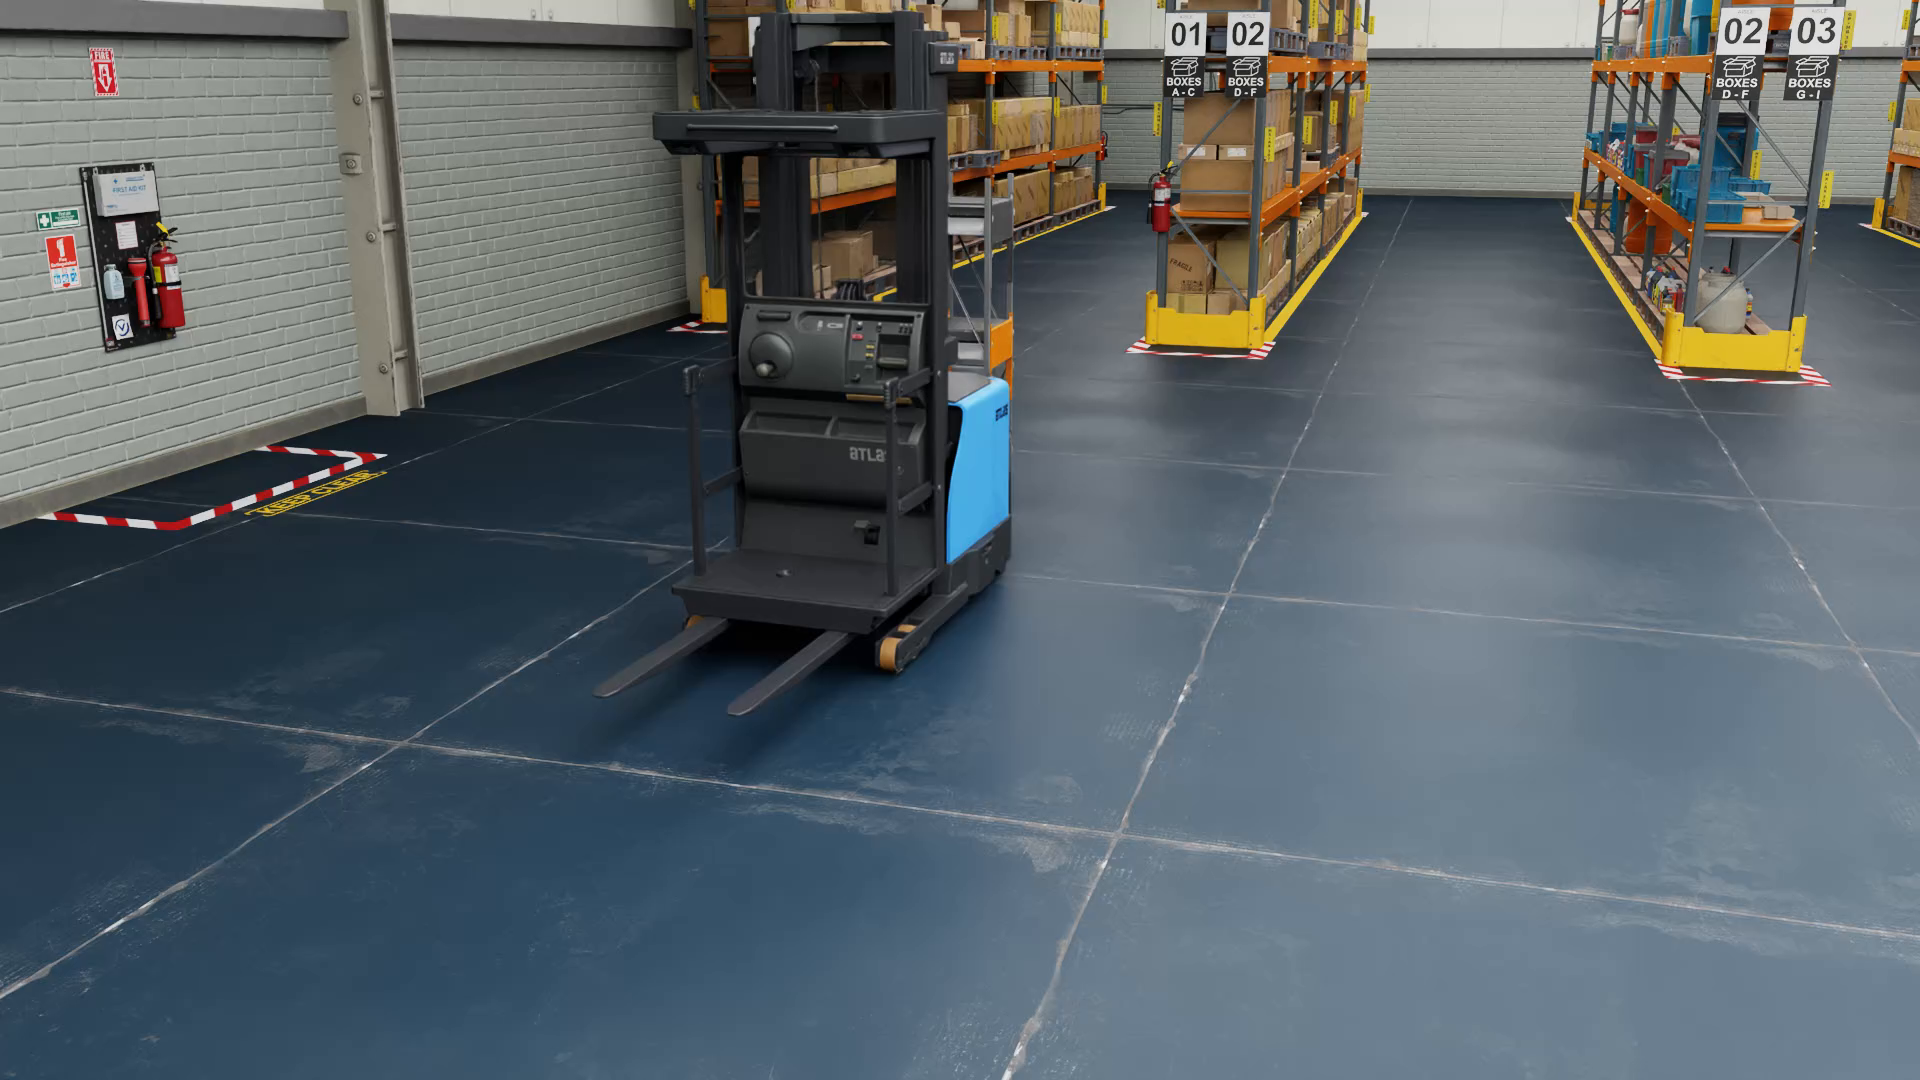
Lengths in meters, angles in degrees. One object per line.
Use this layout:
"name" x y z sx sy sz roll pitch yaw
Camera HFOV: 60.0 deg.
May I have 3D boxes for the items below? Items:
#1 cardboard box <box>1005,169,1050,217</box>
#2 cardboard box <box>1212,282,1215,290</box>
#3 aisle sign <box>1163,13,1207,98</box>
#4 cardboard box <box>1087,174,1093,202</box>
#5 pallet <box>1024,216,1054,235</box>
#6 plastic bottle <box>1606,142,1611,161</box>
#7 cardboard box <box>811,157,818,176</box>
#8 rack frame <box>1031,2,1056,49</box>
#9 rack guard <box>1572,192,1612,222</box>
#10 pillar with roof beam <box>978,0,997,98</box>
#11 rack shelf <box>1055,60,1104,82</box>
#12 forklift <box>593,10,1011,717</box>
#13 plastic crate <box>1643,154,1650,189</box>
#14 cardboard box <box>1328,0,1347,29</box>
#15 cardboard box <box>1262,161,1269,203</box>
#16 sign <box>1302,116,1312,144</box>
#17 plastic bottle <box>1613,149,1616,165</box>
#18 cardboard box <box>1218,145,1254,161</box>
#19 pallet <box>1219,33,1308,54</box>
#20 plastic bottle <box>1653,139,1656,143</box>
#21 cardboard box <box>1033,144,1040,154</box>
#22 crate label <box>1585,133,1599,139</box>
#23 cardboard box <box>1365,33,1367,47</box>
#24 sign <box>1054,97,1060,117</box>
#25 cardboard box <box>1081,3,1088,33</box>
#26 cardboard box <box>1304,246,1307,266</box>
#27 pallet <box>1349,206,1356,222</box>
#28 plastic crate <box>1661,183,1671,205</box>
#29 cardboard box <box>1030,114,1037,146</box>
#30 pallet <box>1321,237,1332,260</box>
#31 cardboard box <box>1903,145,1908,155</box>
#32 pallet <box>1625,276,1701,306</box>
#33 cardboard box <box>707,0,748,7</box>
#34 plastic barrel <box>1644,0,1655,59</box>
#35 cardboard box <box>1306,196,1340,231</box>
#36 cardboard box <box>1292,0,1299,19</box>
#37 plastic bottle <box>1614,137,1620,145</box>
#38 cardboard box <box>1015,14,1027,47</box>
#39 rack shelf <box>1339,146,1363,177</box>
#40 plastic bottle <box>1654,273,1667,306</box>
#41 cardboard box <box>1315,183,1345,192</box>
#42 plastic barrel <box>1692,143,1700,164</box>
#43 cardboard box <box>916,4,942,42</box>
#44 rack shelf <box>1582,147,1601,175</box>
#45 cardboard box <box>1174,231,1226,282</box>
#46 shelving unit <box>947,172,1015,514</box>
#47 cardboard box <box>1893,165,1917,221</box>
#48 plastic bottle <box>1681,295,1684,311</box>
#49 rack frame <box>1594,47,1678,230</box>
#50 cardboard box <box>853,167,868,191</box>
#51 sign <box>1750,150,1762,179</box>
"cardboard box" 1.078 -5.946 28.465 0.750 0.750 0.750 5 17 17
"cardboard box" 2.478 -2.610 17.803 0.500 0.250 0.500 5 16 16
"aisle sign" 2.178 -4.692 16.110 0.394 0.787 0.004 5 16 16
"cardboard box" 2.172 -6.813 32.165 0.700 0.500 0.500 5 16 16
"pallet" 0.991 -5.409 28.513 1.003 0.211 1.213 5 16 16
"plastic bottle" 10.085 -6.036 25.827 0.061 0.283 0.133 5 16 16
"cardboard box" -1.848 -4.219 18.069 0.500 0.500 0.500 5 16 16
"rack frame" 1.138 -9.844 28.046 1.000 3.000 0.127 5 16 16
"rack guard" 11.768 -6.041 30.212 1.175 0.500 0.348 5 16 16
"pillar with roof beam" 4.635 -9.761 27.751 9.100 9.000 0.400 5 16 16
"rack shelf" 1.706 -8.578 30.398 1.077 0.370 4.000 5 16 16
"forklift" -0.685 -0.922 7.710 1.130 2.935 3.031 5 17 19
"plastic crate" 8.378 -4.402 19.881 0.392 0.384 0.575 5 16 16
"cardboard box" 5.990 -8.677 27.413 0.700 0.500 0.500 5 16 16
"cardboard box" 2.914 -3.872 17.801 0.700 0.500 0.500 5 17 16
"sign" 4.148 -4.894 19.855 0.100 0.325 0.005 5 16 16
"plastic bottle" 9.724 -5.680 24.593 0.097 0.271 0.097 0 16 0
"cardboard box" 2.796 -3.882 16.646 0.380 0.149 0.250 5 16 15
"pallet" 3.397 -5.657 18.943 1.003 0.211 1.213 5 16 16
"plastic bottle" 10.551 -5.912 25.265 0.144 0.351 0.185 5 16 16
"cardboard box" 1.129 -6.531 27.781 0.380 0.149 0.250 5 16 16
"crate label" 11.387 -7.146 29.722 0.416 0.233 0.303 5 16 16
"cardboard box" 7.124 -9.079 30.202 0.500 0.250 0.500 5 16 16
"sign" 1.661 -7.438 28.578 0.100 0.325 0.005 5 16 16
"cardboard box" 2.035 -9.507 30.300 0.500 0.500 0.500 4 16 13
"cardboard box" 4.258 -3.717 21.706 0.500 0.250 0.500 4 16 14
"pallet" 6.778 -6.051 30.778 1.003 0.211 1.213 5 16 16
"plastic crate" 7.707 -3.662 17.631 0.450 0.188 0.662 5 16 16
"cardboard box" 0.962 -6.754 27.378 0.500 0.500 0.500 5 16 16
"pallet" 5.000 -4.379 24.883 1.003 0.211 1.213 5 16 16
"cardboard box" 15.888 -6.462 27.574 0.380 0.149 0.250 4 16 15
"pallet" 8.549 -2.964 19.892 1.003 0.211 1.213 5 16 16
"cardboard box" -2.400 -5.934 17.703 0.500 0.500 0.500 5 17 18
"plastic barrel" 8.872 -6.424 20.697 0.600 0.830 0.708 5 16 16
"cardboard box" 5.732 -5.173 26.345 0.500 0.500 0.500 5 17 17
"cardboard box" 3.828 -6.574 20.144 0.500 0.500 0.500 5 17 17
"plastic bottle" 10.214 -6.089 25.889 0.144 0.351 0.185 5 16 16
"cardboard box" 0.686 -8.289 27.069 0.700 0.500 0.500 4 16 15
"rack shelf" 6.457 -6.752 29.456 1.077 0.370 4.000 5 16 16
"plastic bottle" 7.561 -2.695 17.881 0.144 0.351 0.185 4 16 15
"cardboard box" 6.417 -6.078 29.528 0.797 0.503 0.637 5 16 16
"plastic barrel" 8.845 -4.396 19.581 0.433 0.535 0.433 0 16 0
"cardboard box" -0.553 -7.018 22.625 0.500 0.500 0.500 4 16 14
"rack shelf" 11.205 -6.367 28.099 1.077 0.370 4.000 5 16 16
"cardboard box" 2.615 -3.102 18.163 0.500 0.500 0.500 5 16 16
"shelving unit" 0.047 -1.053 9.696 0.431 2.100 0.503 5 16 16
"cardboard box" 16.417 -5.859 28.112 0.875 0.875 0.875 5 16 16
"plastic bottle" 7.590 -2.526 17.559 0.097 0.201 0.097 0 16 0
"rack frame" 10.636 -6.190 26.156 1.000 3.000 0.127 5 16 16
"cardboard box" -1.399 -4.261 19.594 0.500 0.250 0.500 5 17 16
"sign" 8.887 -4.185 18.578 0.100 0.325 0.005 5 16 16
